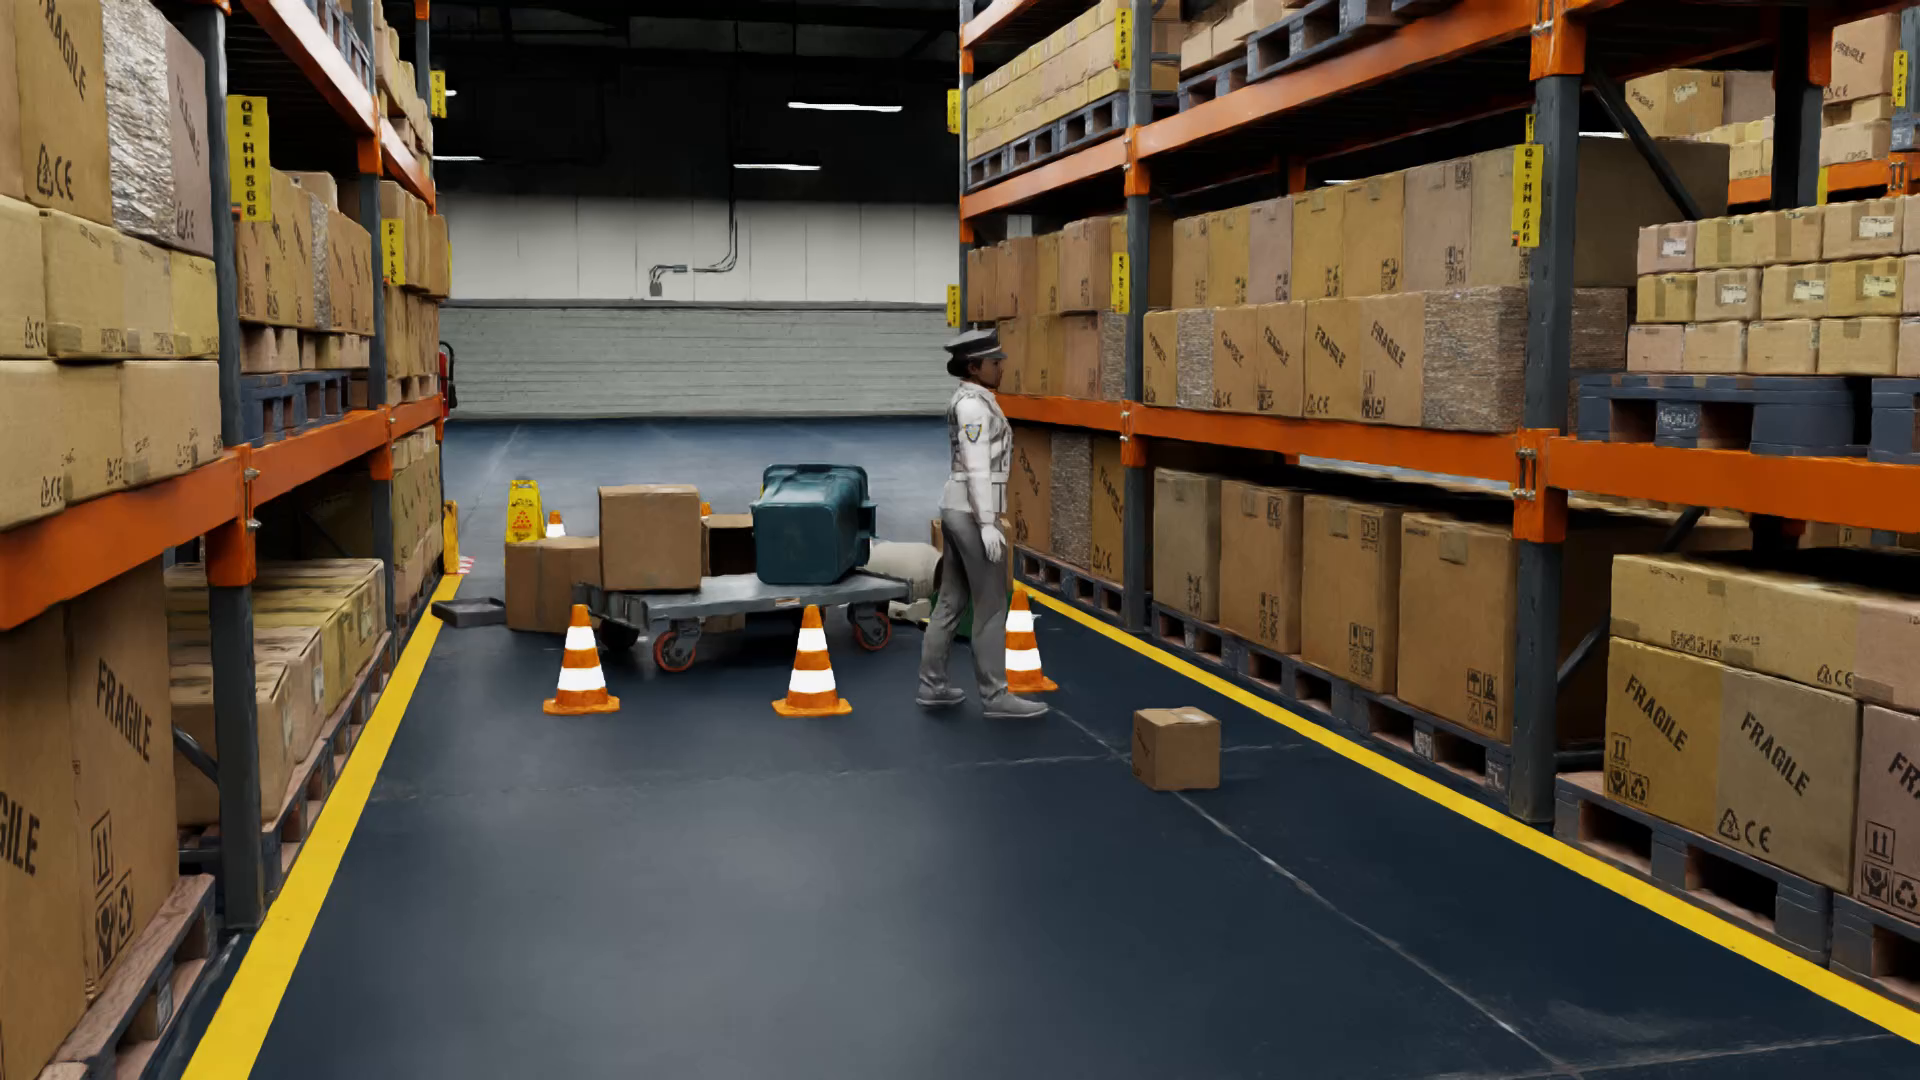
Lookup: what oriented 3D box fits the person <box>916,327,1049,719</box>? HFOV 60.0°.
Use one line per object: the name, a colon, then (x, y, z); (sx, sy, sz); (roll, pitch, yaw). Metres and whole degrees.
person: (0.097, -0.076, 7.151); (0.552, 1.669, 0.631); (-1, 6, -7)
